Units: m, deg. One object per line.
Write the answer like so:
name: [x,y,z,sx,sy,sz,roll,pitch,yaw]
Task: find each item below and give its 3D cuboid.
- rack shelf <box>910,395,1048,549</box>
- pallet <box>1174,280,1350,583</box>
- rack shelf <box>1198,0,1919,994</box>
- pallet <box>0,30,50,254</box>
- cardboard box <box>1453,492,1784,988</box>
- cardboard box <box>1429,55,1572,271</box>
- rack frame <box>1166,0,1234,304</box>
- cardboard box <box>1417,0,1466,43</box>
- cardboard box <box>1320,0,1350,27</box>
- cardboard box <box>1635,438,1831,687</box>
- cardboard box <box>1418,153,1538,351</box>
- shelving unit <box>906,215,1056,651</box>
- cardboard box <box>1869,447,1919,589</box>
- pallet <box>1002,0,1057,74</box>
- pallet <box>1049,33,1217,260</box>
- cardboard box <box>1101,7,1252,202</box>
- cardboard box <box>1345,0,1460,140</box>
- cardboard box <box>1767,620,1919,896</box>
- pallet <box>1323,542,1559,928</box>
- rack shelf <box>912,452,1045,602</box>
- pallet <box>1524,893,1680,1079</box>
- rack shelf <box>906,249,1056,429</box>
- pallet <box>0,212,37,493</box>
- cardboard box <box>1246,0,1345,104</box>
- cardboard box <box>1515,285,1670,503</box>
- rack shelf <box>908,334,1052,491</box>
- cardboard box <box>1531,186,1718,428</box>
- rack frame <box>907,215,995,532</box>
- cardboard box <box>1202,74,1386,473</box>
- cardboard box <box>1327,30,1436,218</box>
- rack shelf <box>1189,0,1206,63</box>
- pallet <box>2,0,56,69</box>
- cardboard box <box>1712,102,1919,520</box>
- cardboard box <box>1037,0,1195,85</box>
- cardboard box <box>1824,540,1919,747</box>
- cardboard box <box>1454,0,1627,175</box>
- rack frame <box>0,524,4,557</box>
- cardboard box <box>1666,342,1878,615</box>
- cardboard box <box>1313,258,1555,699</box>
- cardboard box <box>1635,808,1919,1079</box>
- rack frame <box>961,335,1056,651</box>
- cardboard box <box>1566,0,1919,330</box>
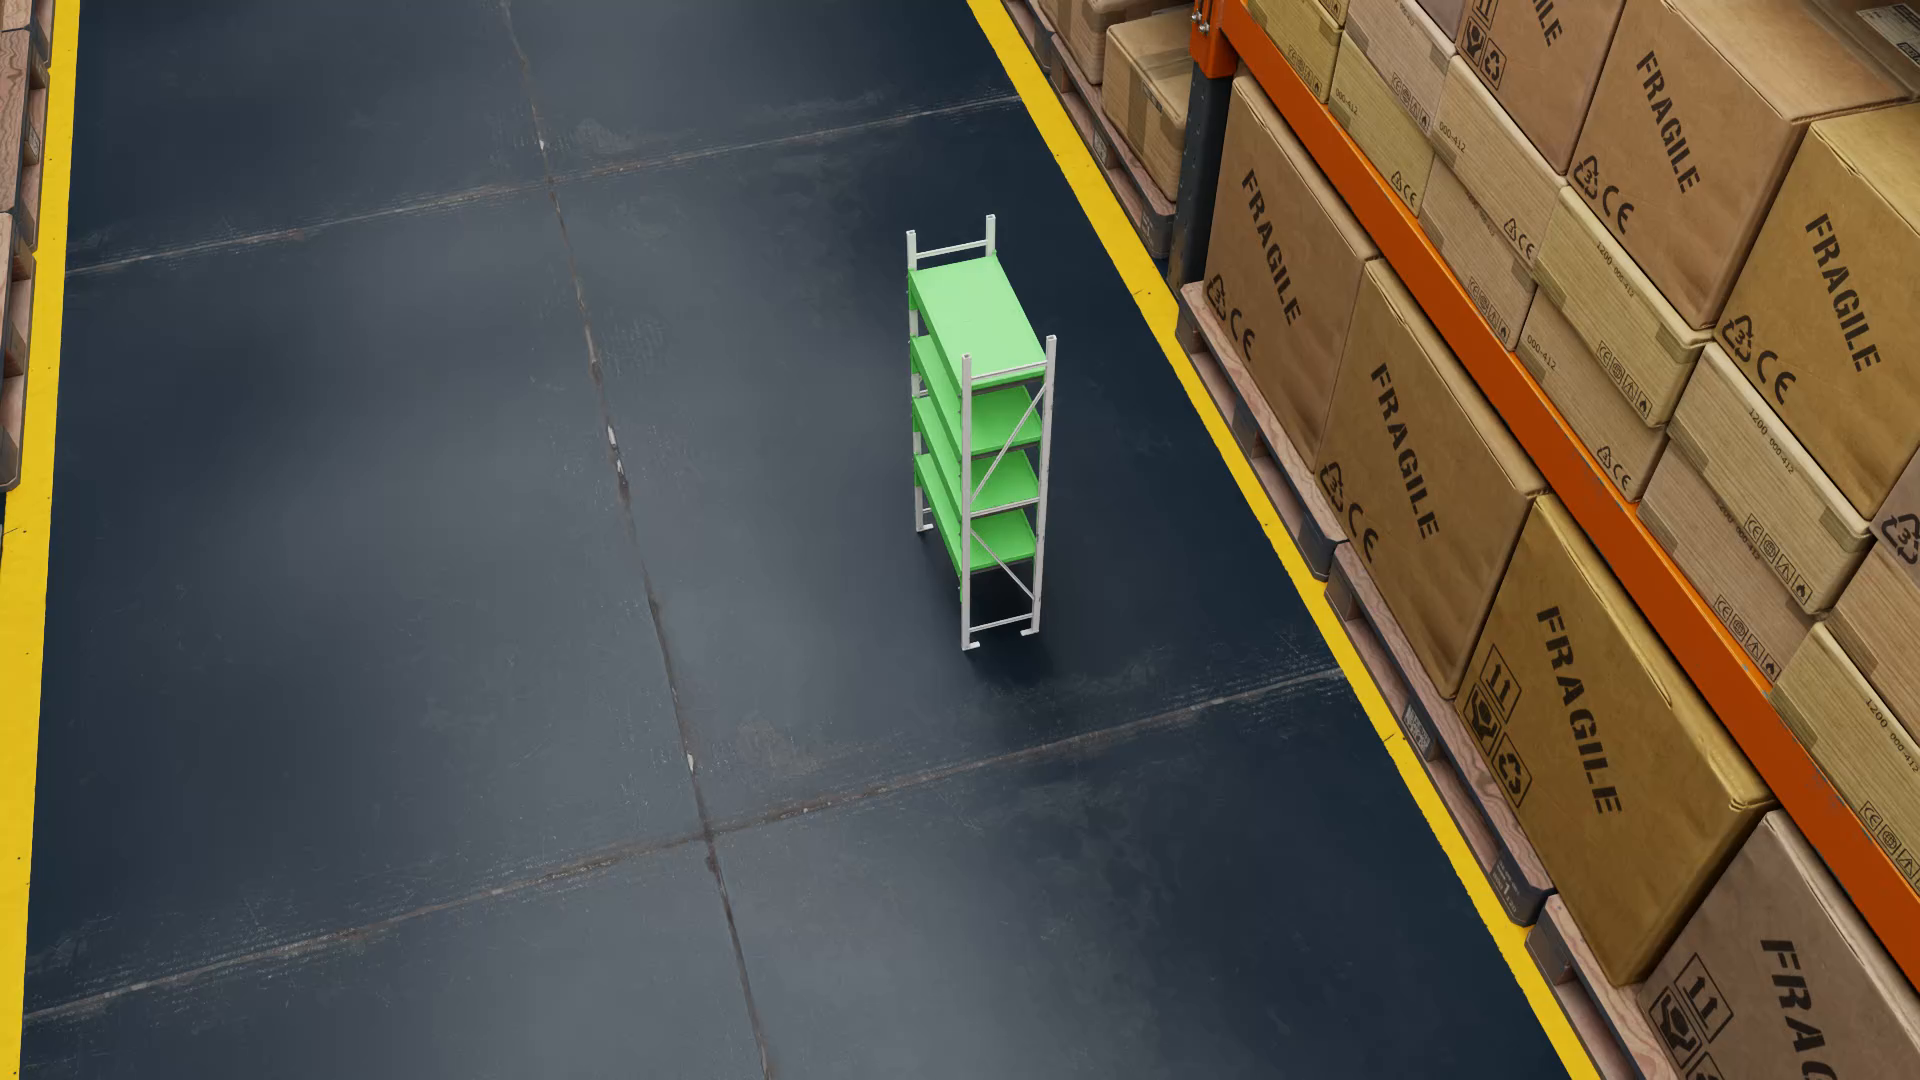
rack shelf: [0.049,-0.225,4.738,0.258,0.148,0.480,-13,51,-11]
pallet: [1.405,-0.481,5.517,1.003,0.211,1.213,-13,51,-11]
rack shelf: [1.835,-0.280,3.994,1.077,0.370,4.000,-13,51,-11]
pallet: [-4.060,-1.448,6.333,1.003,0.211,1.213,-13,51,-11]
cardboard box: [1.892,0.406,4.061,0.875,0.875,0.875,-12,51,-10]
cardboard box: [1.445,-0.915,3.830,0.500,0.250,0.500,-13,51,-11]
rack frame: [1.243,-1.972,4.951,1.000,3.000,0.127,-13,51,-11]
cardboard box: [1.312,-1.551,3.876,0.500,0.500,0.500,-13,51,-11]
cardboard box: [1.157,-1.659,4.458,0.500,0.250,0.500,-14,51,-11]
cardboard box: [1.772,-0.018,3.402,0.500,0.250,0.500,-15,51,-12]
cardboard box: [1.466,-0.754,4.022,0.500,0.250,0.500,-12,51,-10]
shelving unit: [0.049,-0.266,4.689,0.258,1.200,0.503,-13,51,-11]
cardboard box: [1.894,-0.051,2.612,0.500,0.500,0.500,-12,51,-10]
pallet: [0.657,-2.534,7.248,1.003,0.211,1.213,-13,51,-11]
pallet: [1.014,-1.645,6.498,1.003,0.211,1.213,-13,51,-11]
cardboard box: [1.086,-1.676,6.145,0.950,0.372,0.625,-16,52,-13]
cardboard box: [1.309,-1.281,4.140,0.500,0.250,0.500,-12,51,-10]
cardboard box: [1.903,0.355,3.087,0.500,0.250,0.500,-14,51,-11]
pallet: [1.762,0.409,4.767,1.003,0.211,1.213,-13,51,-11]
rack shelf: [0.049,-0.070,4.922,0.258,0.148,0.480,-13,51,-11]
pallet: [2.126,1.301,4.015,1.003,0.211,1.213,-13,51,-11]
rack shelf: [0.049,-0.534,4.371,0.258,0.148,0.480,-13,51,-11]
pallet: [-3.703,-0.559,5.583,1.003,0.211,1.213,-13,51,-11]
cardboard box: [1.148,-1.510,4.659,0.500,0.250,0.500,-14,51,-12]
cardboard box: [1.615,-0.395,3.719,0.500,0.250,0.500,-13,51,-11]
rack shelf: [0.049,-0.379,4.555,0.258,0.148,0.480,-13,51,-11]
cardboard box: [1.582,-0.541,3.515,0.500,0.250,0.500,-13,51,-10]
rack frame: [-0.023,-0.444,4.840,0.240,1.200,0.015,-13,51,-11]
cardboard box: [1.368,-0.900,5.162,0.875,0.875,0.875,-14,51,-11]
cardboard box: [1.317,-1.139,4.346,0.500,0.250,0.500,-15,51,-12]
rack shelf: [0.652,-3.201,6.457,1.077,0.370,4.000,-13,51,-11]
pallet: [-4.425,-2.341,7.085,1.003,0.211,1.213,-13,51,-11]
cardboard box: [1.763,-0.426,2.928,0.500,0.500,0.500,-12,51,-10]
cardboard box: [0.860,-2.213,6.598,0.950,0.372,0.625,-14,51,-12]
cardboard box: [1.909,0.206,2.886,0.500,0.250,0.500,-12,51,-10]
cardboard box: [1.450,-1.170,3.555,0.500,0.500,0.500,-12,51,-10]
rack frame: [-3.497,-0.847,4.002,1.000,3.000,0.127,-13,51,-11]
cardboard box: [1.750,-0.171,3.203,0.500,0.250,0.500,-12,51,-10]
cardboard box: [1.628,-0.247,4.612,0.875,0.875,0.875,-13,51,-11]
cardboard box: [2.167,1.064,3.506,0.875,0.875,0.875,-12,51,-10]
rack frame: [0.121,-0.088,4.539,0.240,1.200,0.015,-13,51,-11]
cardboard box: [1.596,-0.801,3.244,0.500,0.500,0.500,-13,51,-10]
